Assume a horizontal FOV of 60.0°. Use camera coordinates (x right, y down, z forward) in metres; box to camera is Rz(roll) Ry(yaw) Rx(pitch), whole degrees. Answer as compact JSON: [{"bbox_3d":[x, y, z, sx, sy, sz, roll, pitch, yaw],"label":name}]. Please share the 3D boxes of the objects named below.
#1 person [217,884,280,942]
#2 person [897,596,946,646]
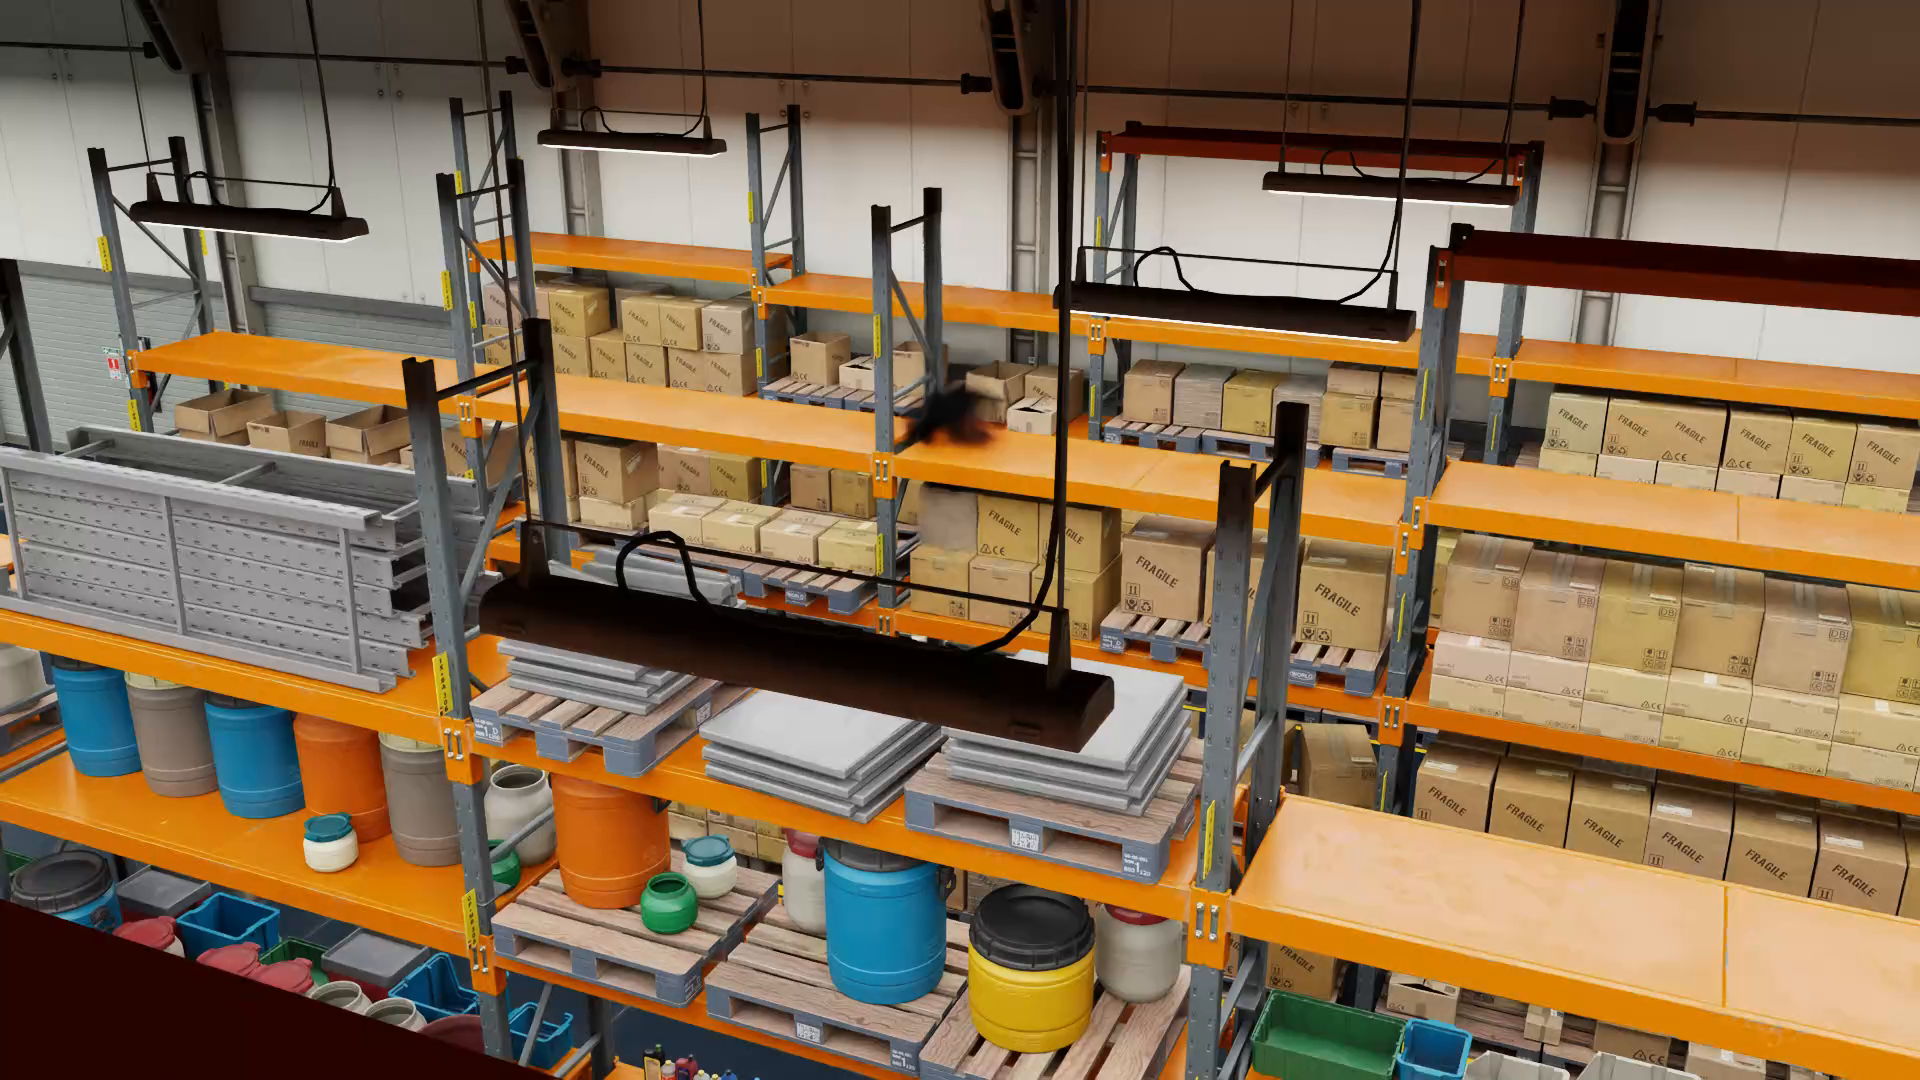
[{"bbox_3d":[-5.636,2.698,13.104,0.826,1.718,0.526,12,24,29],"label":"person"},{"bbox_3d":[-0.320,0.993,16.697,0.847,1.817,0.669,3,21,7],"label":"person"}]
